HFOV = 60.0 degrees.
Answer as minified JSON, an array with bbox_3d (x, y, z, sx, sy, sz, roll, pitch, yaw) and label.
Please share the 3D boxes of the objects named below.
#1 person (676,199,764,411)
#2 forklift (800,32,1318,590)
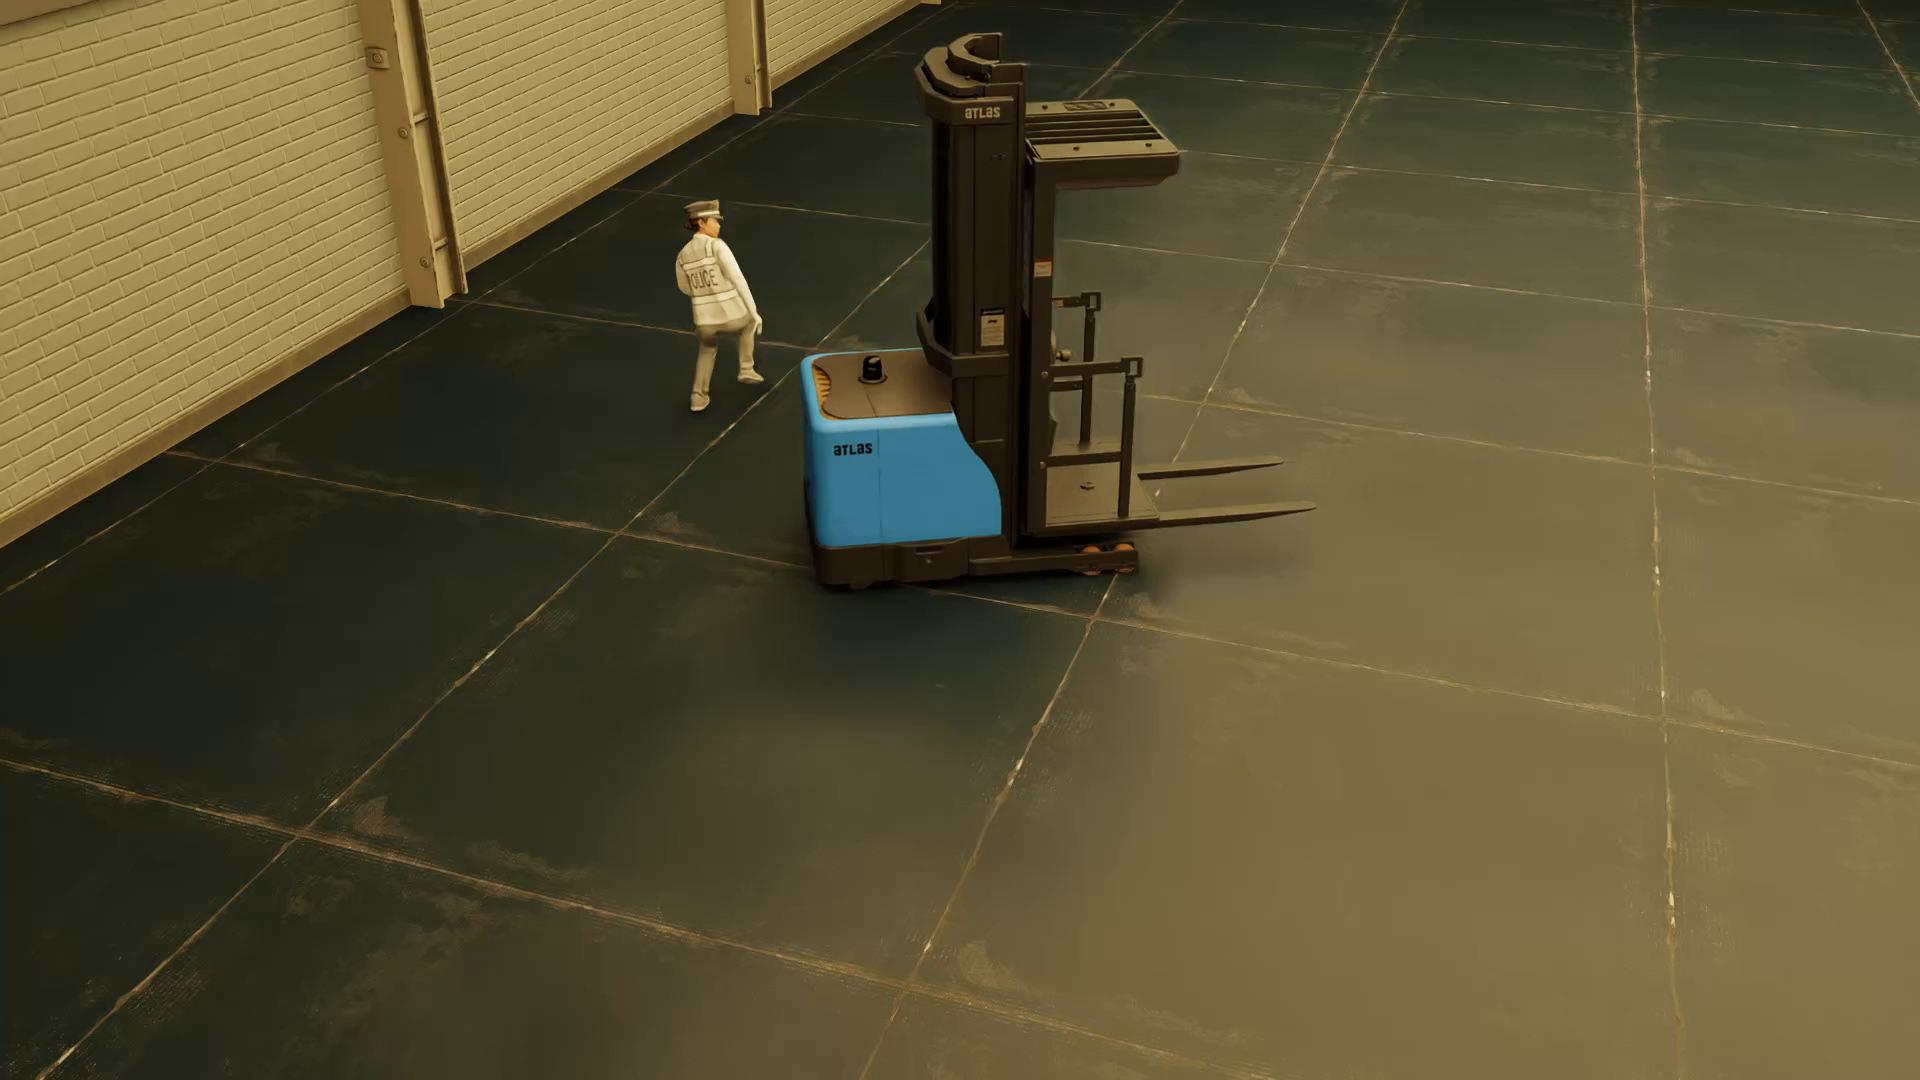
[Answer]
[{"bbox_3d":[-1.618,-1.623,11.490,0.706,1.477,0.689,6,30,10],"label":"person"},{"bbox_3d":[0.603,-1.321,9.453,3.031,2.935,1.130,-5,30,-8],"label":"forklift"}]
